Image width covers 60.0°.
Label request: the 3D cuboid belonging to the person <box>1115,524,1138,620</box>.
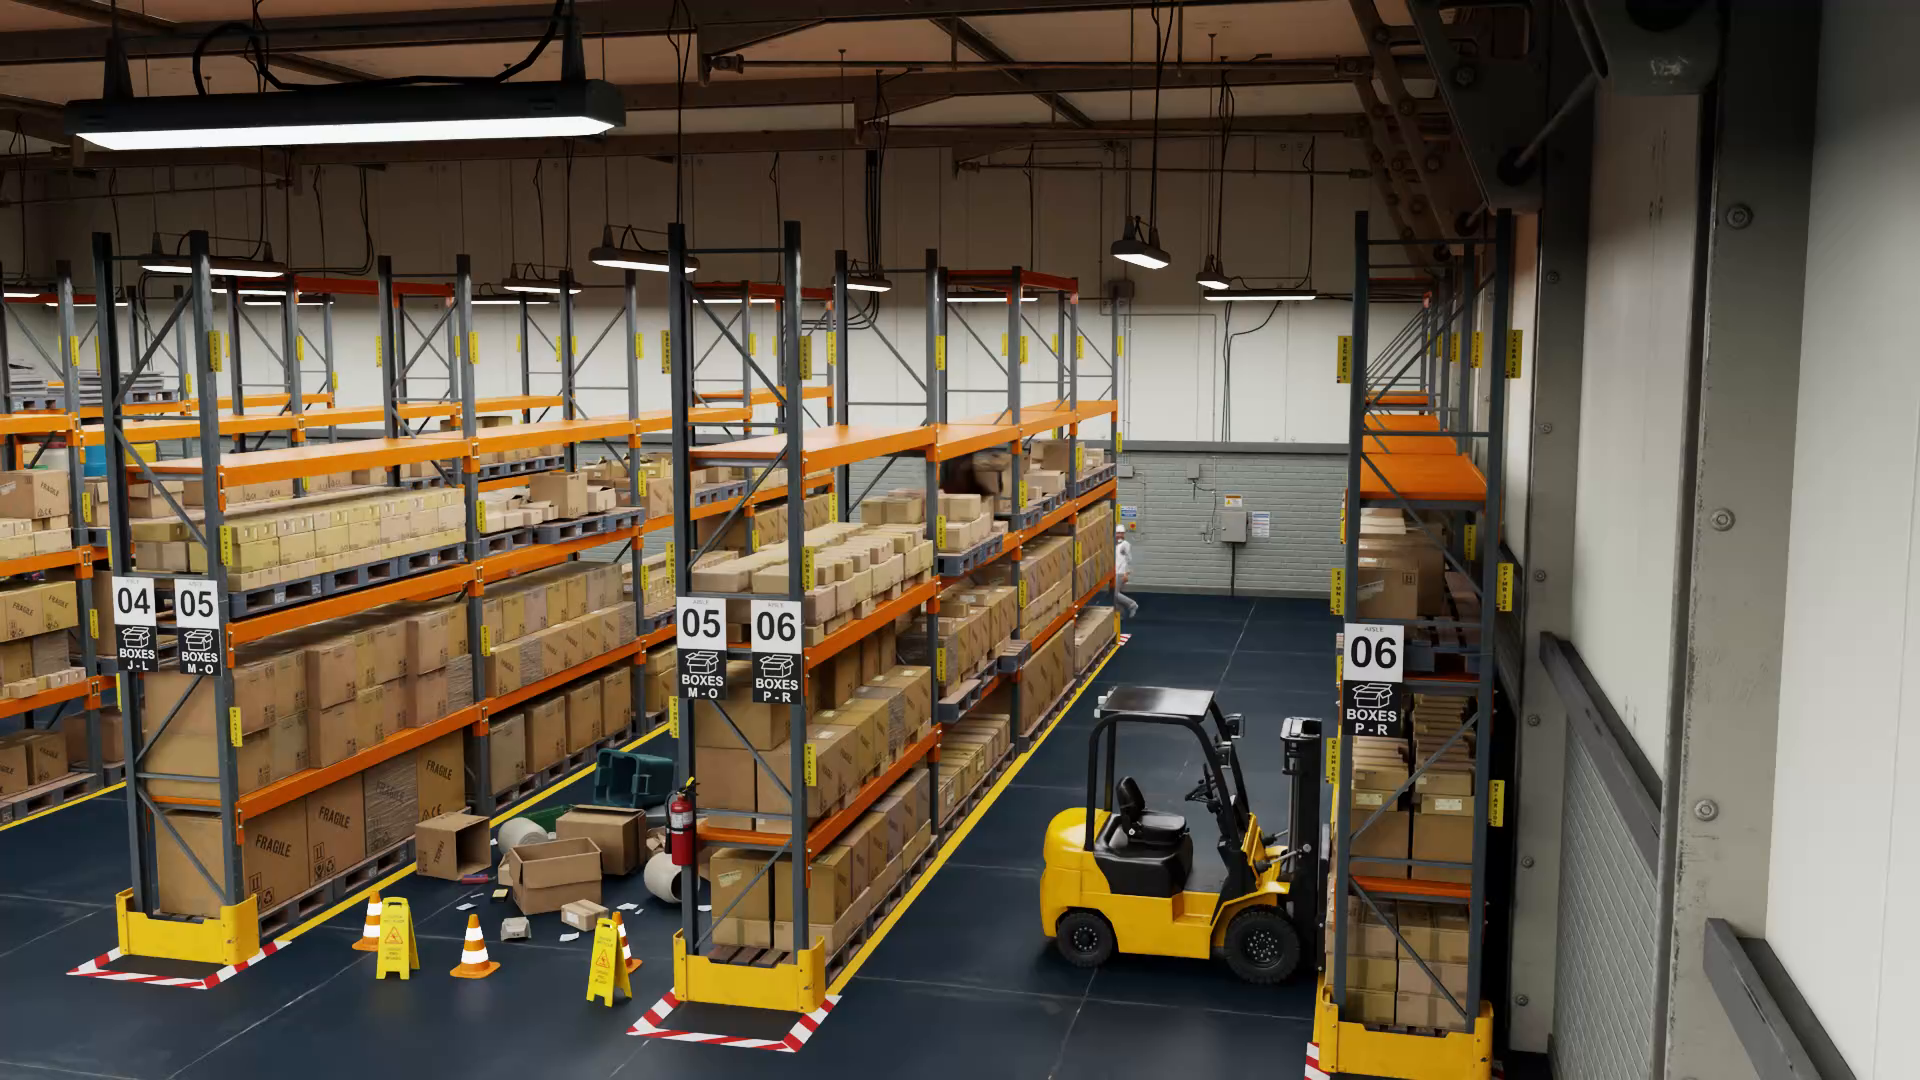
[{"bbox_3d":[2.936,0.594,30.272,0.612,1.758,0.524,0,7,1],"label":"person"}]

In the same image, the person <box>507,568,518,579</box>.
[{"bbox_3d":[-6.997,1.193,26.058,0.405,1.612,0.928,2,7,18],"label":"person"}]
